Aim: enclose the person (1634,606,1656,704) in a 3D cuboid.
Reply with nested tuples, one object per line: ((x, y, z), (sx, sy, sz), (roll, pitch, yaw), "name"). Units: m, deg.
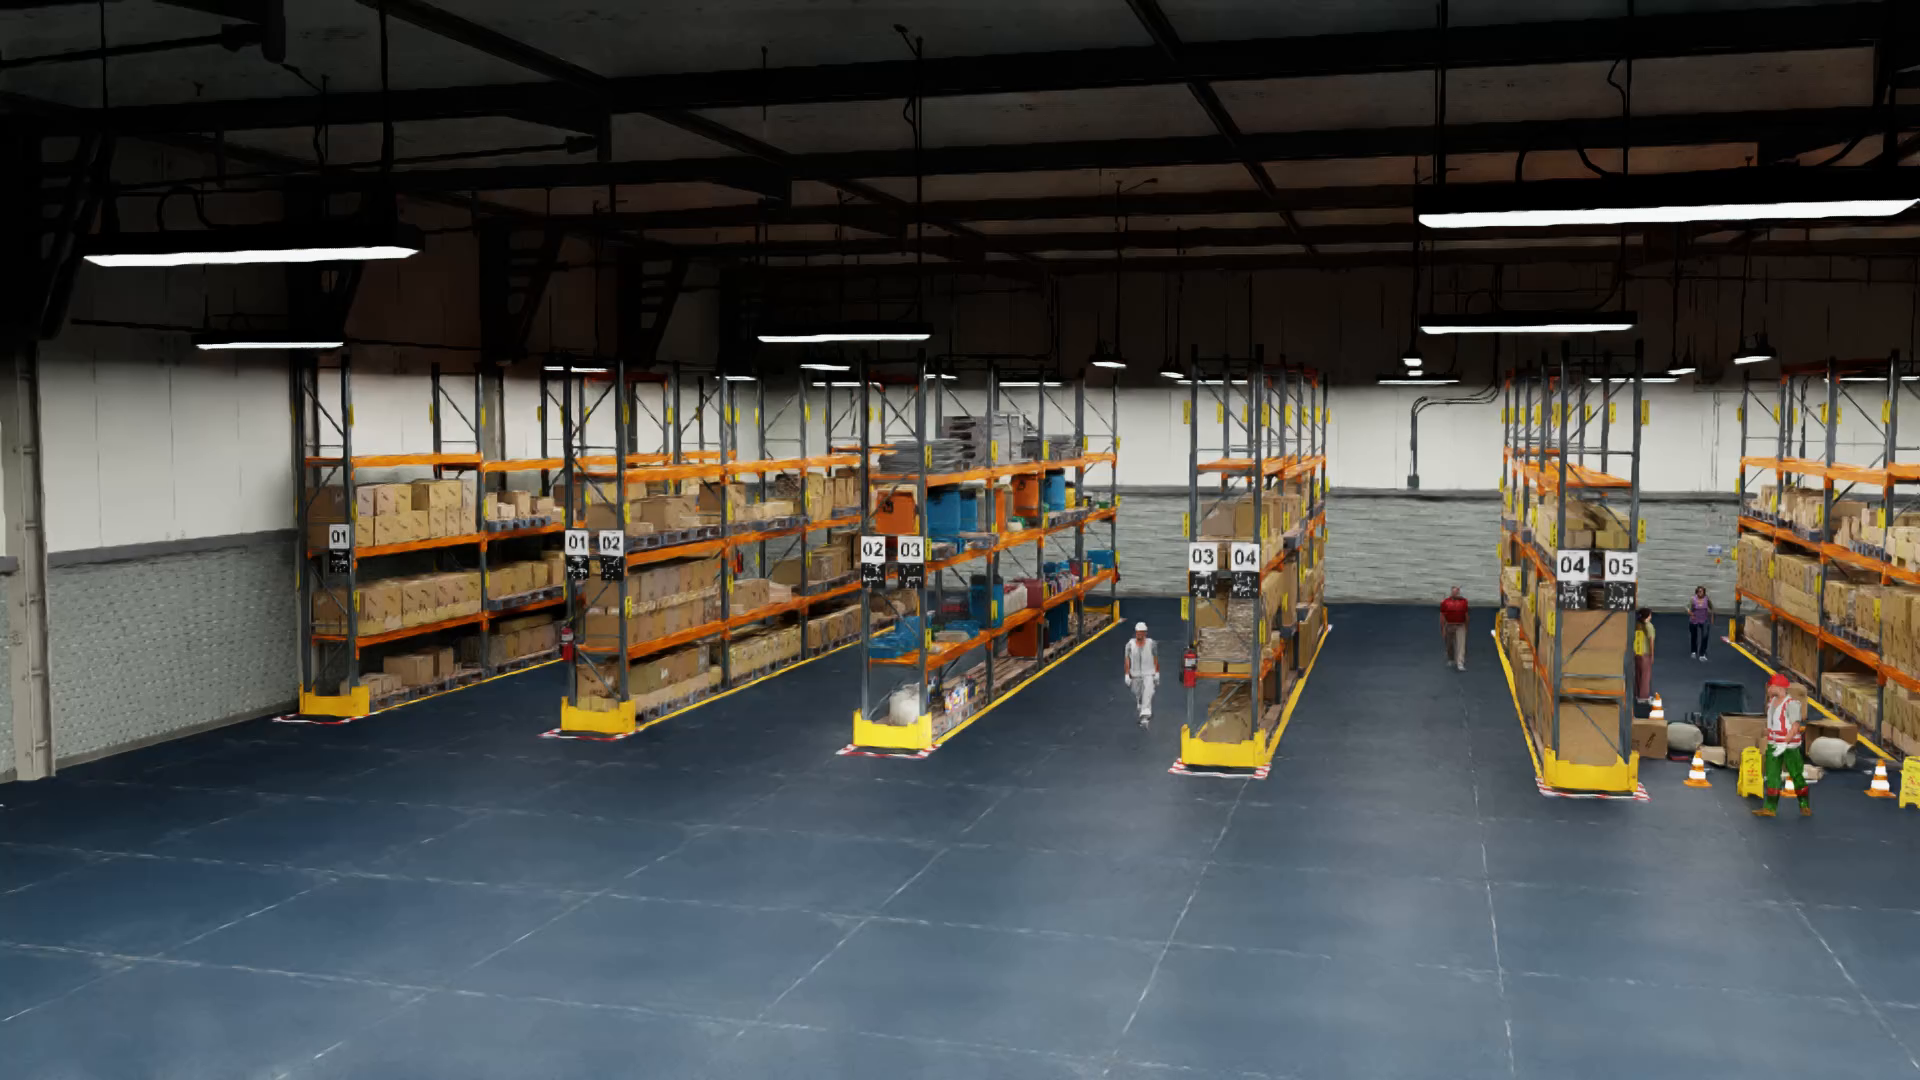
((11.938, 1.985, 28.922), (0.432, 1.677, 0.499), (-1, 4, -16), "person")

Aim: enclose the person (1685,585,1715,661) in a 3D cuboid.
((15.158, 1.681, 34.091), (0.565, 1.535, 0.796), (2, 5, 21), "person")

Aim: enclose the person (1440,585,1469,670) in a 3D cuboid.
((9.744, 1.698, 32.794), (0.542, 1.631, 1.126), (1, 5, 18), "person")

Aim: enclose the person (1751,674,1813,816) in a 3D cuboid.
((10.284, 2.565, 20.754), (0.712, 1.784, 0.555), (-1, 5, -18), "person")

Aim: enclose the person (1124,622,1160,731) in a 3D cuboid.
((2.886, 2.147, 26.517), (0.553, 1.706, 1.123), (1, 5, 18), "person")
